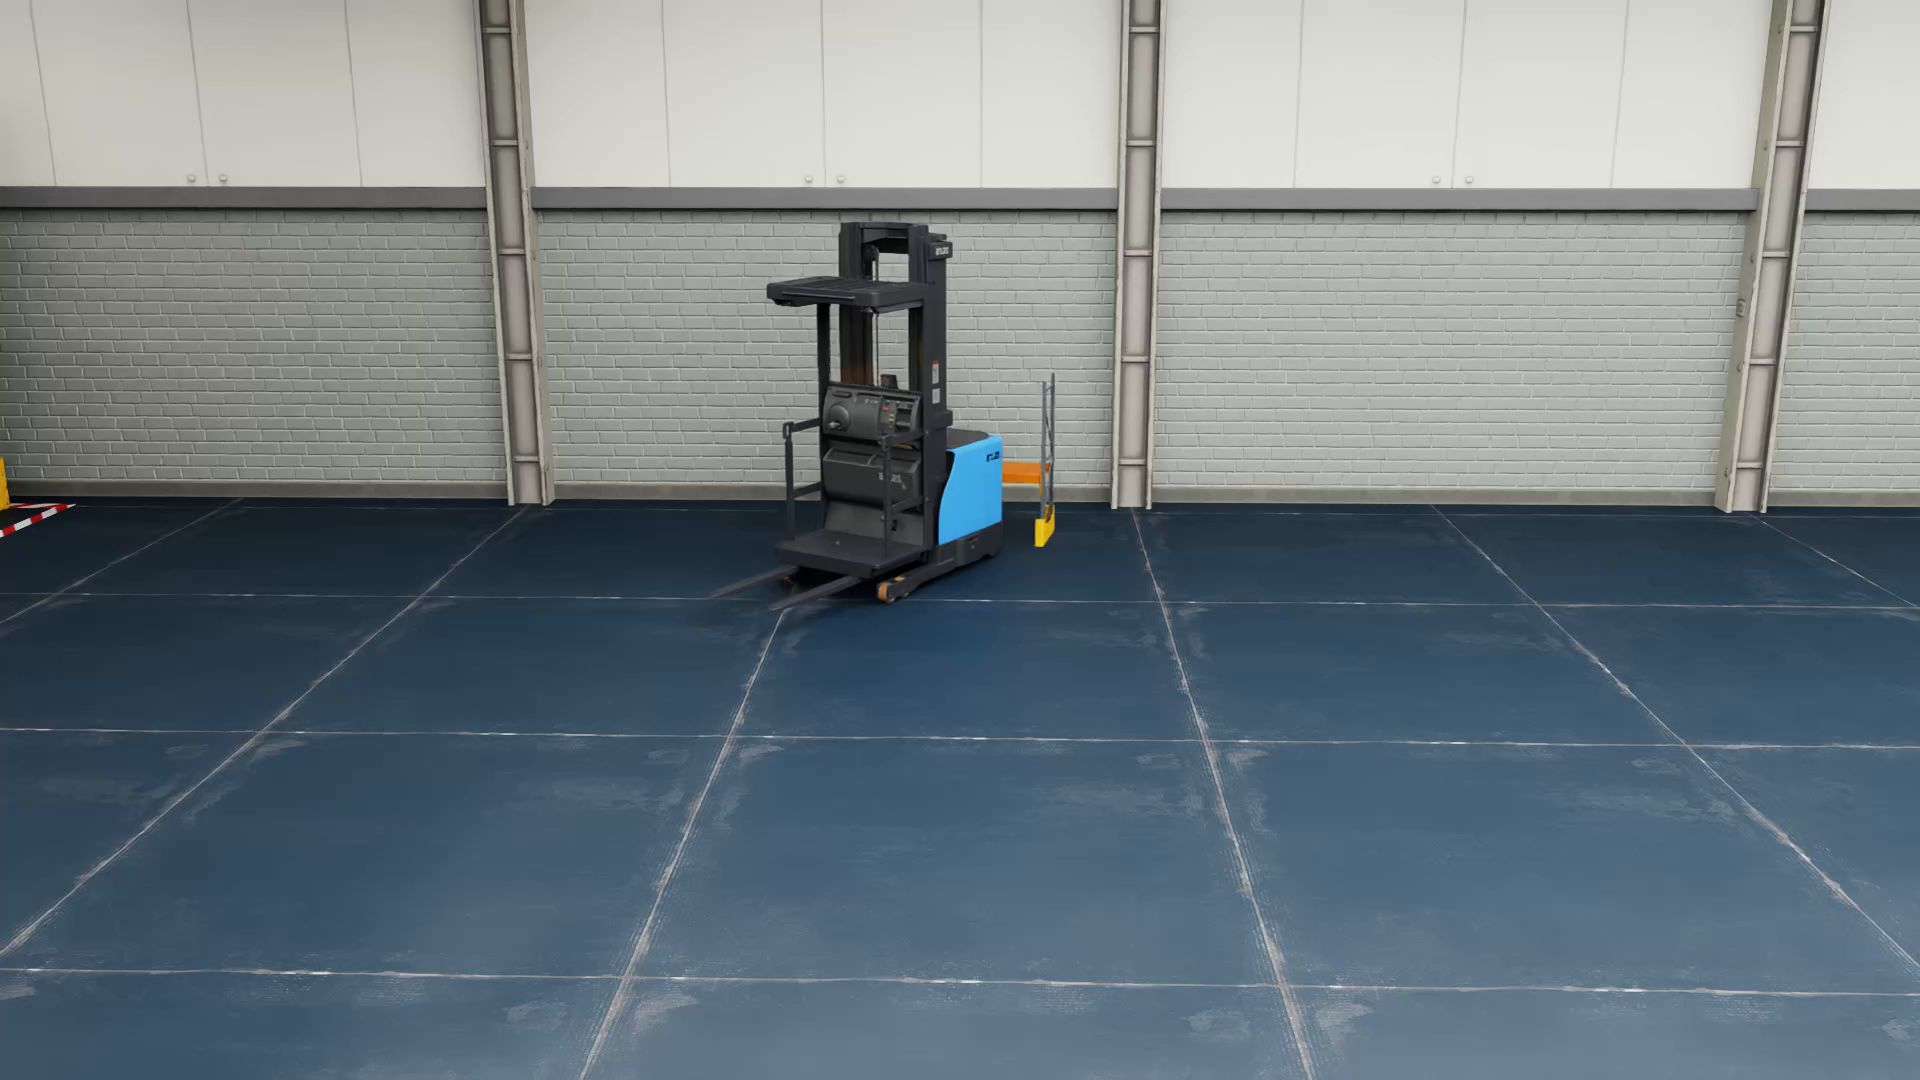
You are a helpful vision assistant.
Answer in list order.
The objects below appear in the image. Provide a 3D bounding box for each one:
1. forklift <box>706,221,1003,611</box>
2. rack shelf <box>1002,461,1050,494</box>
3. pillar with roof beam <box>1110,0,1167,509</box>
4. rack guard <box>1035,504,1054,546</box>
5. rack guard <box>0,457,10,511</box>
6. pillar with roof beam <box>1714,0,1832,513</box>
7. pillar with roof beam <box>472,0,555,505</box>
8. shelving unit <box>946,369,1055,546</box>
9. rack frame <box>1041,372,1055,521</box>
[{"bbox_3d":[-0.844,-1.049,13.479,1.130,2.935,3.031,9,17,32],"label":"forklift"},{"bbox_3d":[0.302,-0.595,15.270,1.000,0.185,0.538,3,15,12],"label":"rack shelf"},{"bbox_3d":[1.587,-3.600,11.256,0.400,9.000,9.100,0,15,1],"label":"pillar with roof beam"},{"bbox_3d":[0.779,-0.137,15.279,0.087,0.250,0.587,3,15,12],"label":"rack guard"},{"bbox_3d":[-9.602,-0.432,15.909,0.348,0.500,1.175,0,15,1],"label":"rack guard"},{"bbox_3d":[7.585,-3.561,11.108,0.400,9.000,9.100,0,15,1],"label":"pillar with roof beam"},{"bbox_3d":[-4.411,-3.639,11.405,0.400,9.000,9.100,0,15,1],"label":"pillar with roof beam"},{"bbox_3d":[0.293,-0.769,15.226,1.083,1.500,0.587,3,15,12],"label":"shelving unit"},{"bbox_3d":[0.798,-0.740,15.115,0.032,1.500,0.500,3,15,12],"label":"rack frame"}]
